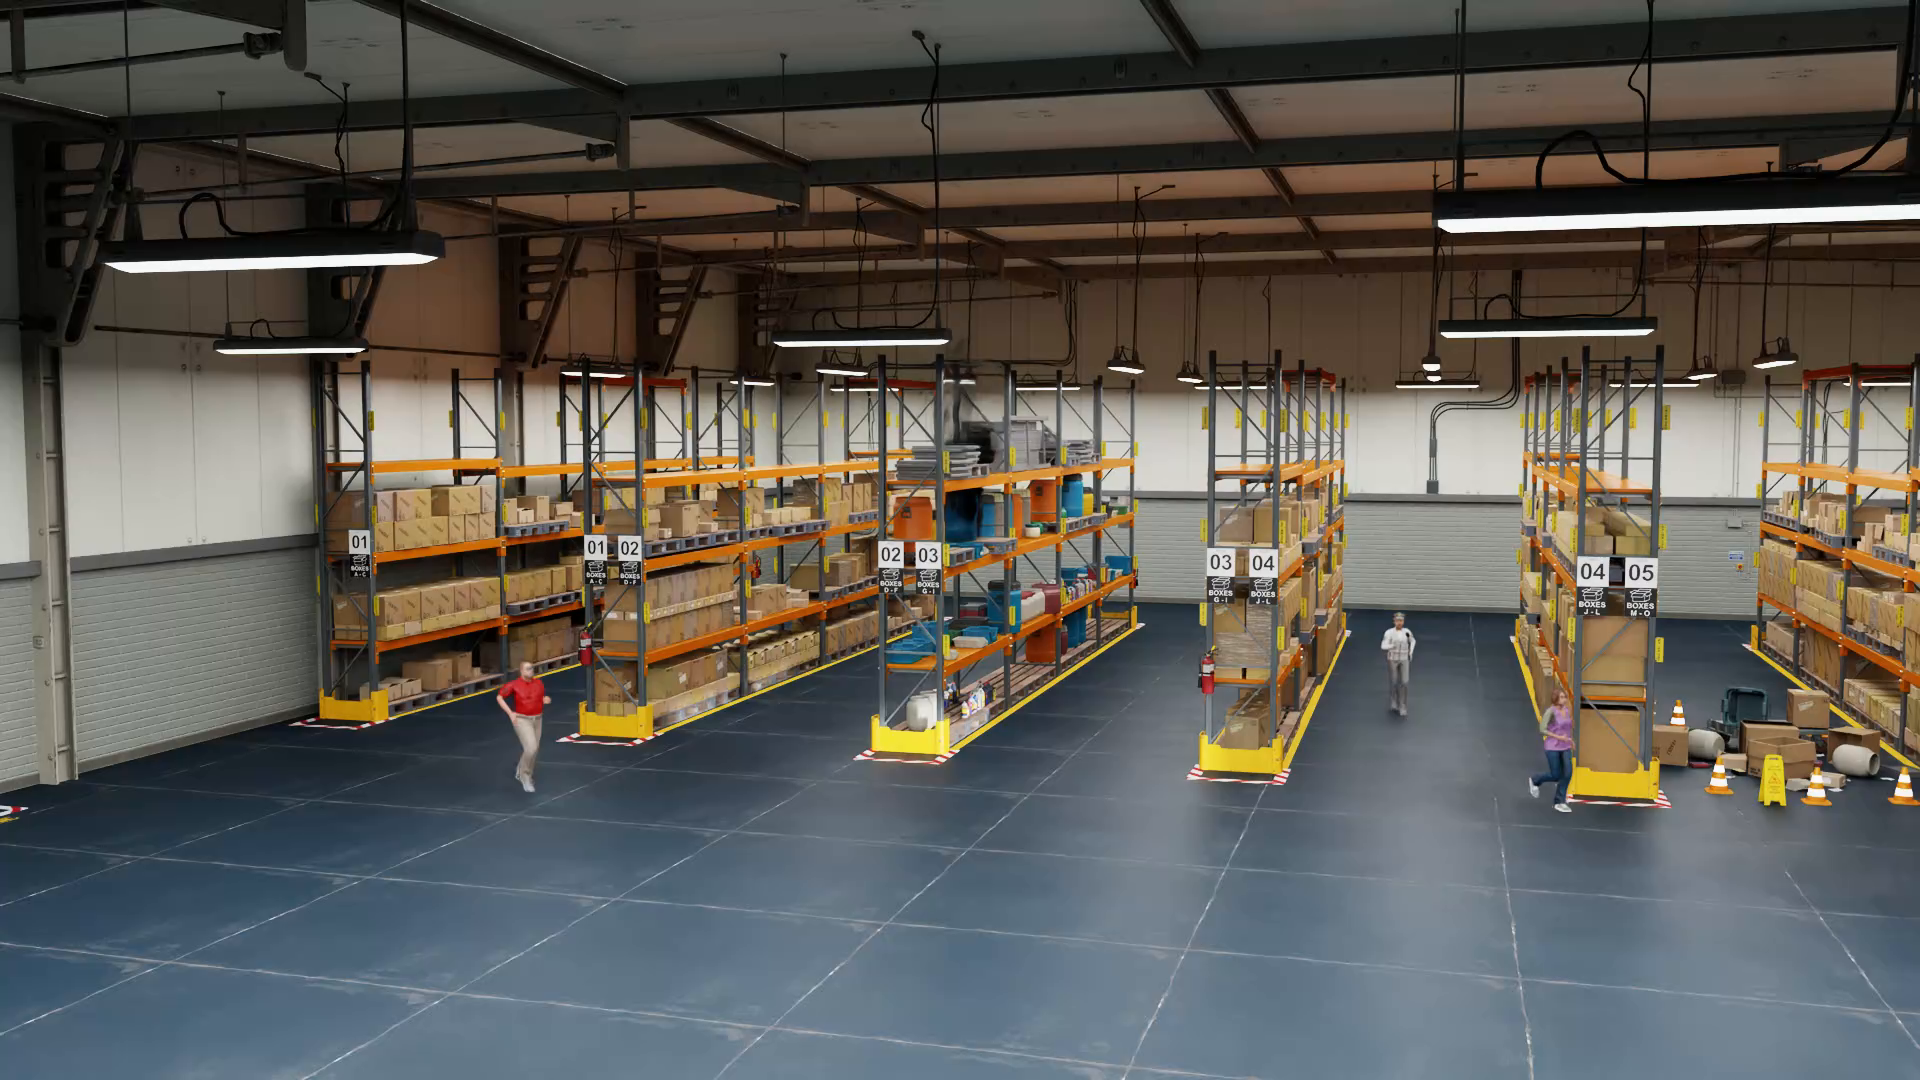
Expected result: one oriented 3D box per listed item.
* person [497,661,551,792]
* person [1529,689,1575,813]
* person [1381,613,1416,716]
[{"bbox_3d":[-5.867,2.543,22.634,0.719,1.790,0.639,3,5,36],"label":"person"},{"bbox_3d":[7.664,2.690,21.435,0.558,1.563,0.673,-2,5,-28],"label":"person"},{"bbox_3d":[7.540,2.109,28.582,0.596,1.735,0.720,1,4,9],"label":"person"}]
